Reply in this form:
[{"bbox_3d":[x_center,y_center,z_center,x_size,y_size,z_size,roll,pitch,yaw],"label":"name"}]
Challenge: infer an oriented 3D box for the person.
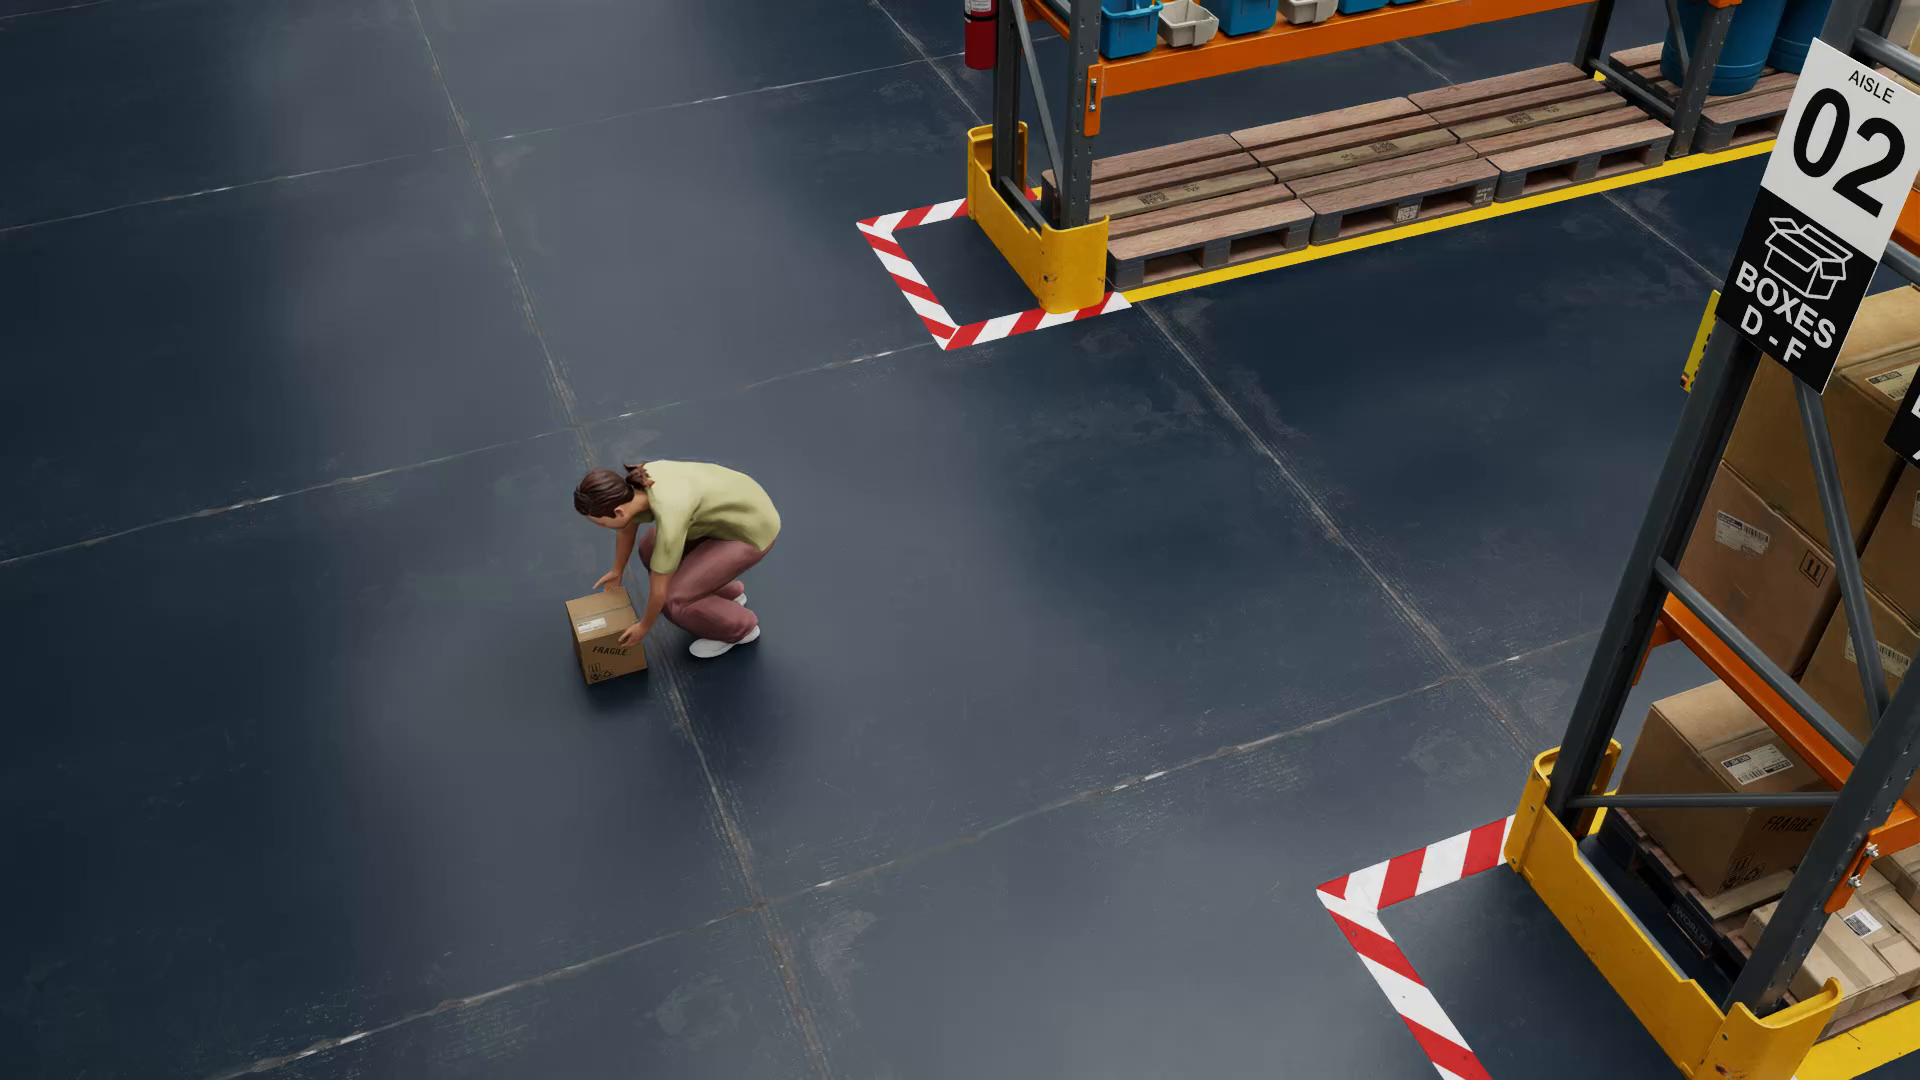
[{"bbox_3d":[-1.095,0.039,6.627,0.782,0.998,0.494,-15,44,-17],"label":"person"}]
